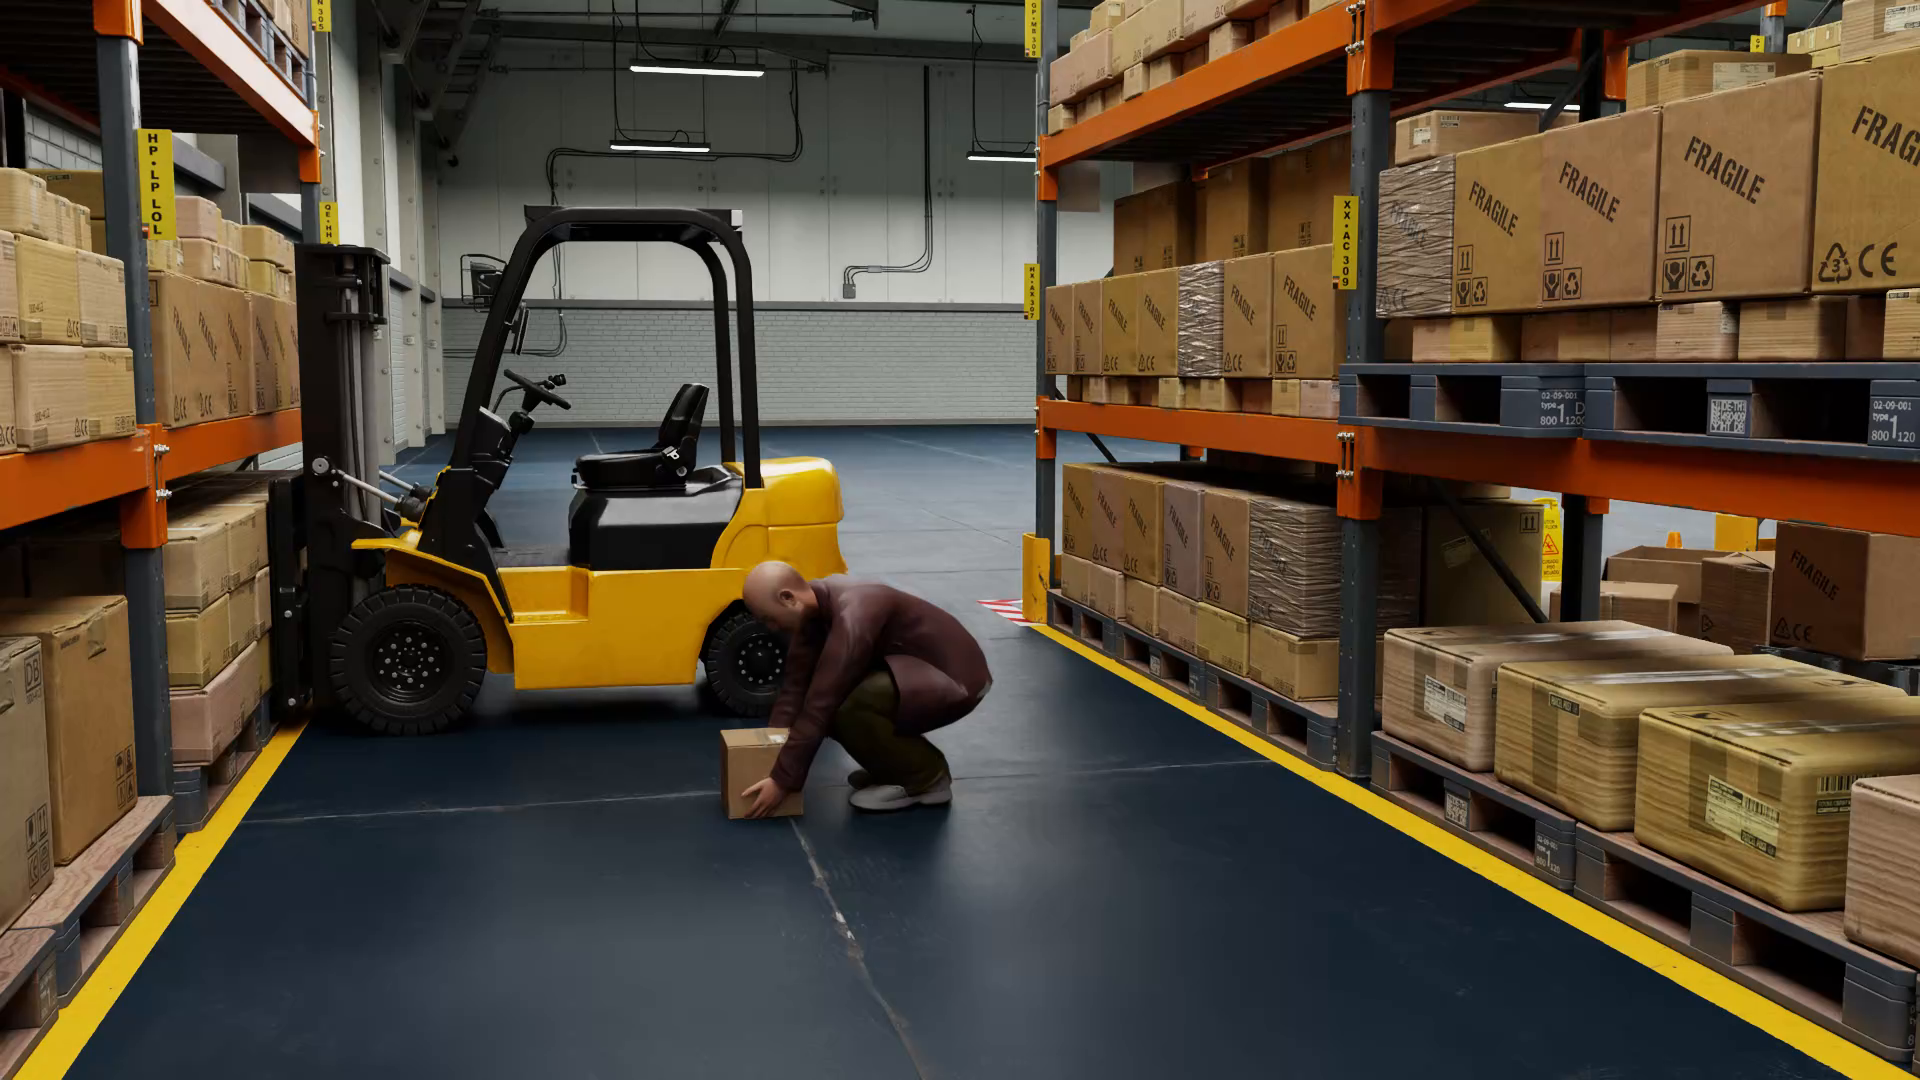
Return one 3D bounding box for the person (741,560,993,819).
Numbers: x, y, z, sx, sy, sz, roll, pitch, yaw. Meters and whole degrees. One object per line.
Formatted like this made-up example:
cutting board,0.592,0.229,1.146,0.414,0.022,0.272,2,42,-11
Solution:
person,-0.330,0.495,5.720,0.902,0.889,0.596,-1,6,-14
